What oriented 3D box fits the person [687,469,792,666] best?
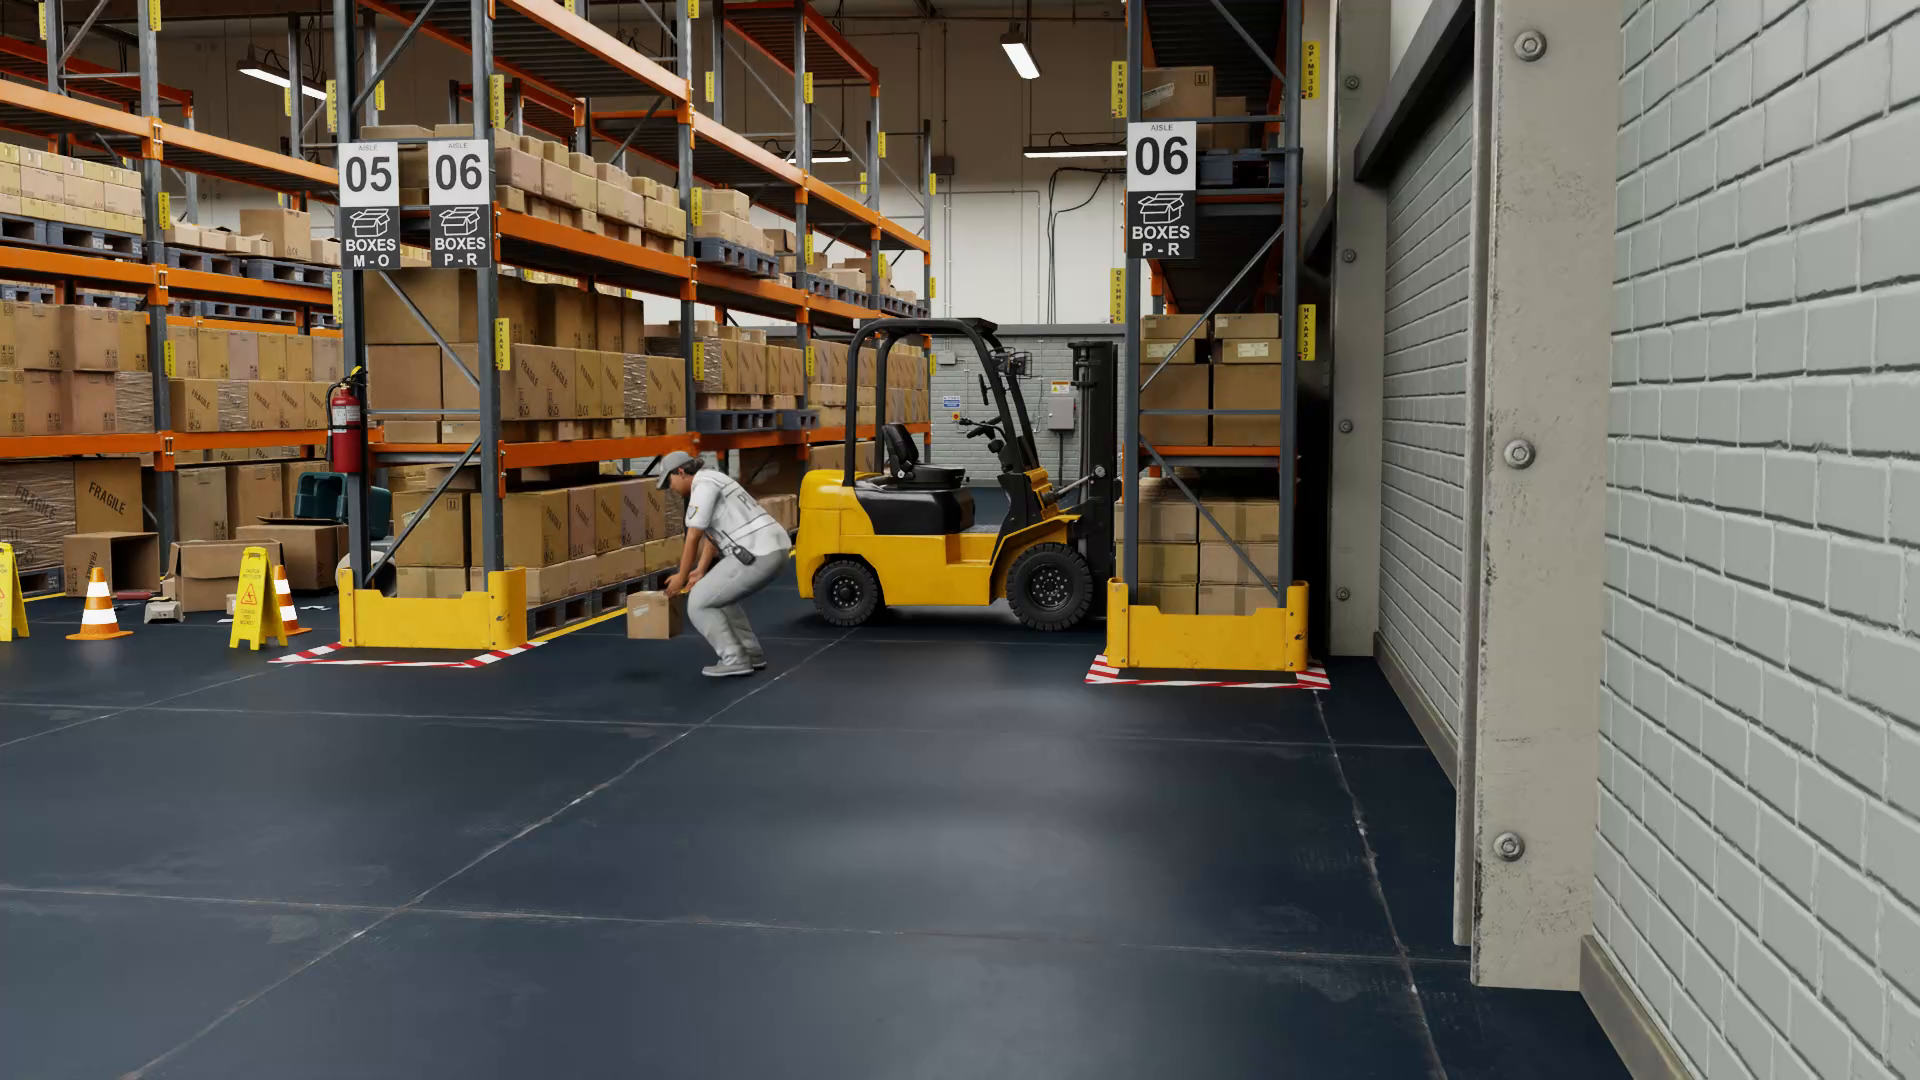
[{"bbox_3d":[-1.262,0.155,9.628,0.549,1.126,0.494,1,5,9],"label":"person"}]
